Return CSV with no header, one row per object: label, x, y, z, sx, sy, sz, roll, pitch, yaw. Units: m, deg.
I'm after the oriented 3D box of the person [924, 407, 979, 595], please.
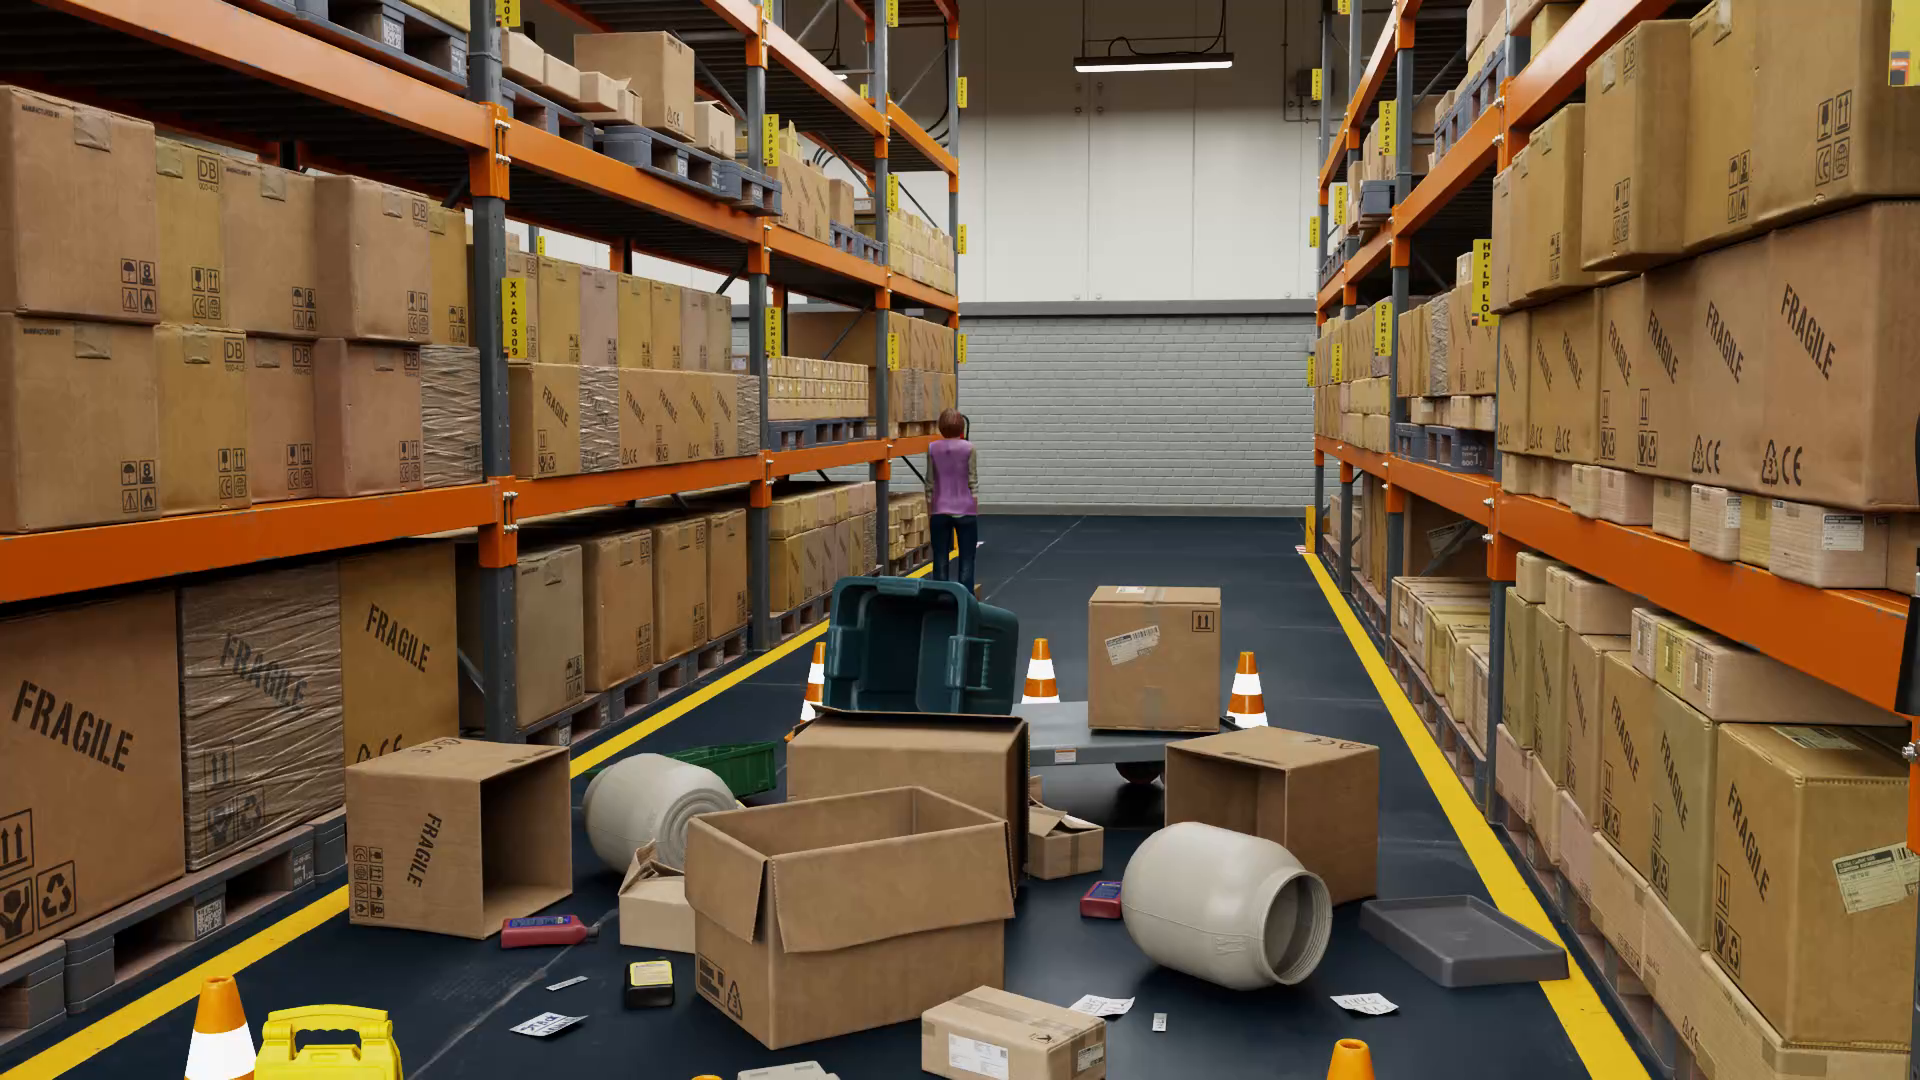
person,-0.062,-0.160,12.076,0.404,1.604,0.303,1,5,9
